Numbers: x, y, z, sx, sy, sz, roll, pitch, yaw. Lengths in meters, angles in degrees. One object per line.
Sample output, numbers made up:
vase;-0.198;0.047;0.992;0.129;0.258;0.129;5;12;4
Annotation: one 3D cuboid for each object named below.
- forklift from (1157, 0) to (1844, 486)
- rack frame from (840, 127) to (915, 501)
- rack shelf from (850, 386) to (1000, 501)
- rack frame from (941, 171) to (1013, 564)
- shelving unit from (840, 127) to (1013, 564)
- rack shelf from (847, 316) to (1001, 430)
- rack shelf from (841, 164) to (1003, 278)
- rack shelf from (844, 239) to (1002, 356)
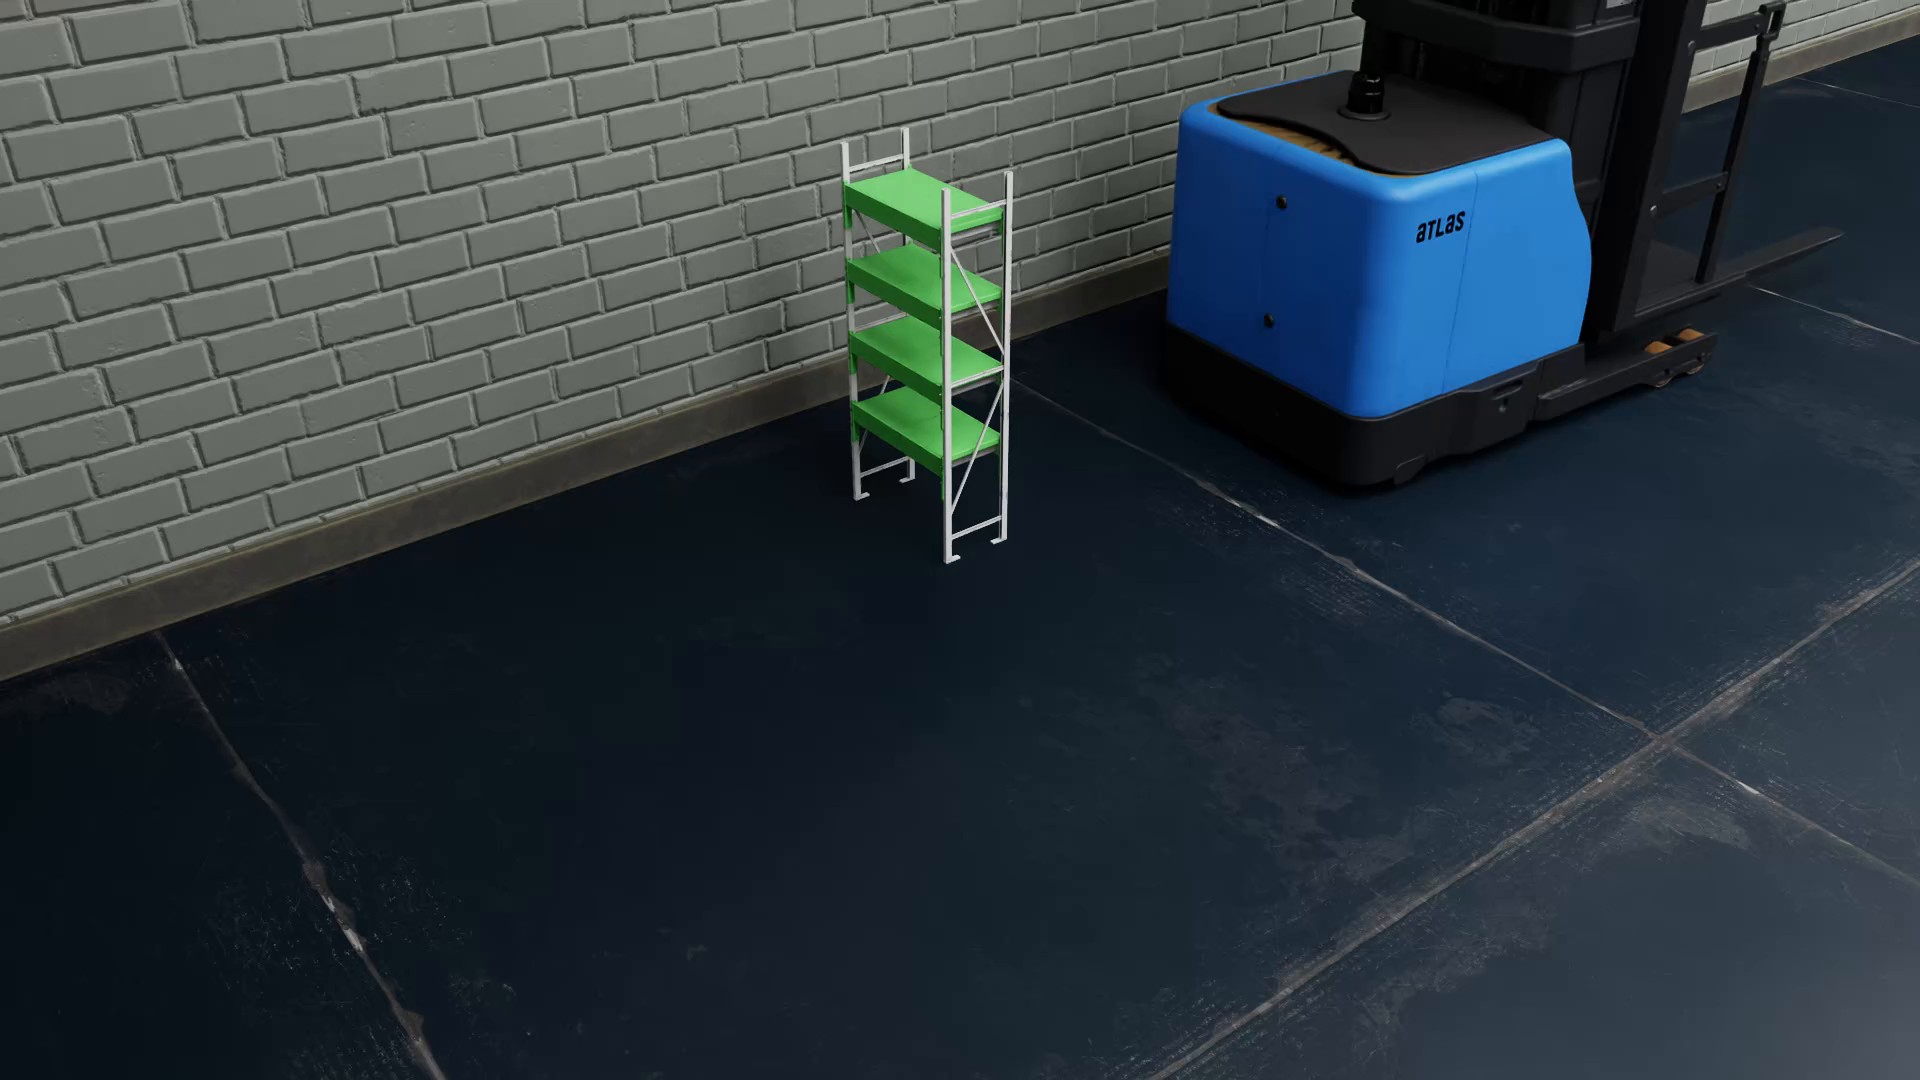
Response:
forklift;2.223;-2.019;5.723;3.031;2.935;1.130;-20;37;-29
rack frame;-0.251;-0.680;5.208;0.240;1.200;0.015;-22;38;-31
rack shelf;-0.101;-0.321;5.205;0.258;0.148;0.480;-22;38;-31
rack frame;0.048;-0.477;4.881;0.240;1.200;0.015;-22;38;-31
shelving unit;-0.101;-0.579;5.045;0.258;1.200;0.503;-22;38;-31
rack shelf;-0.101;-0.524;5.078;0.258;0.148;0.480;-22;38;-31
rack shelf;-0.101;-0.932;4.825;0.258;0.148;0.480;-22;38;-31
rack shelf;-0.101;-0.728;4.952;0.258;0.148;0.480;-22;38;-31
